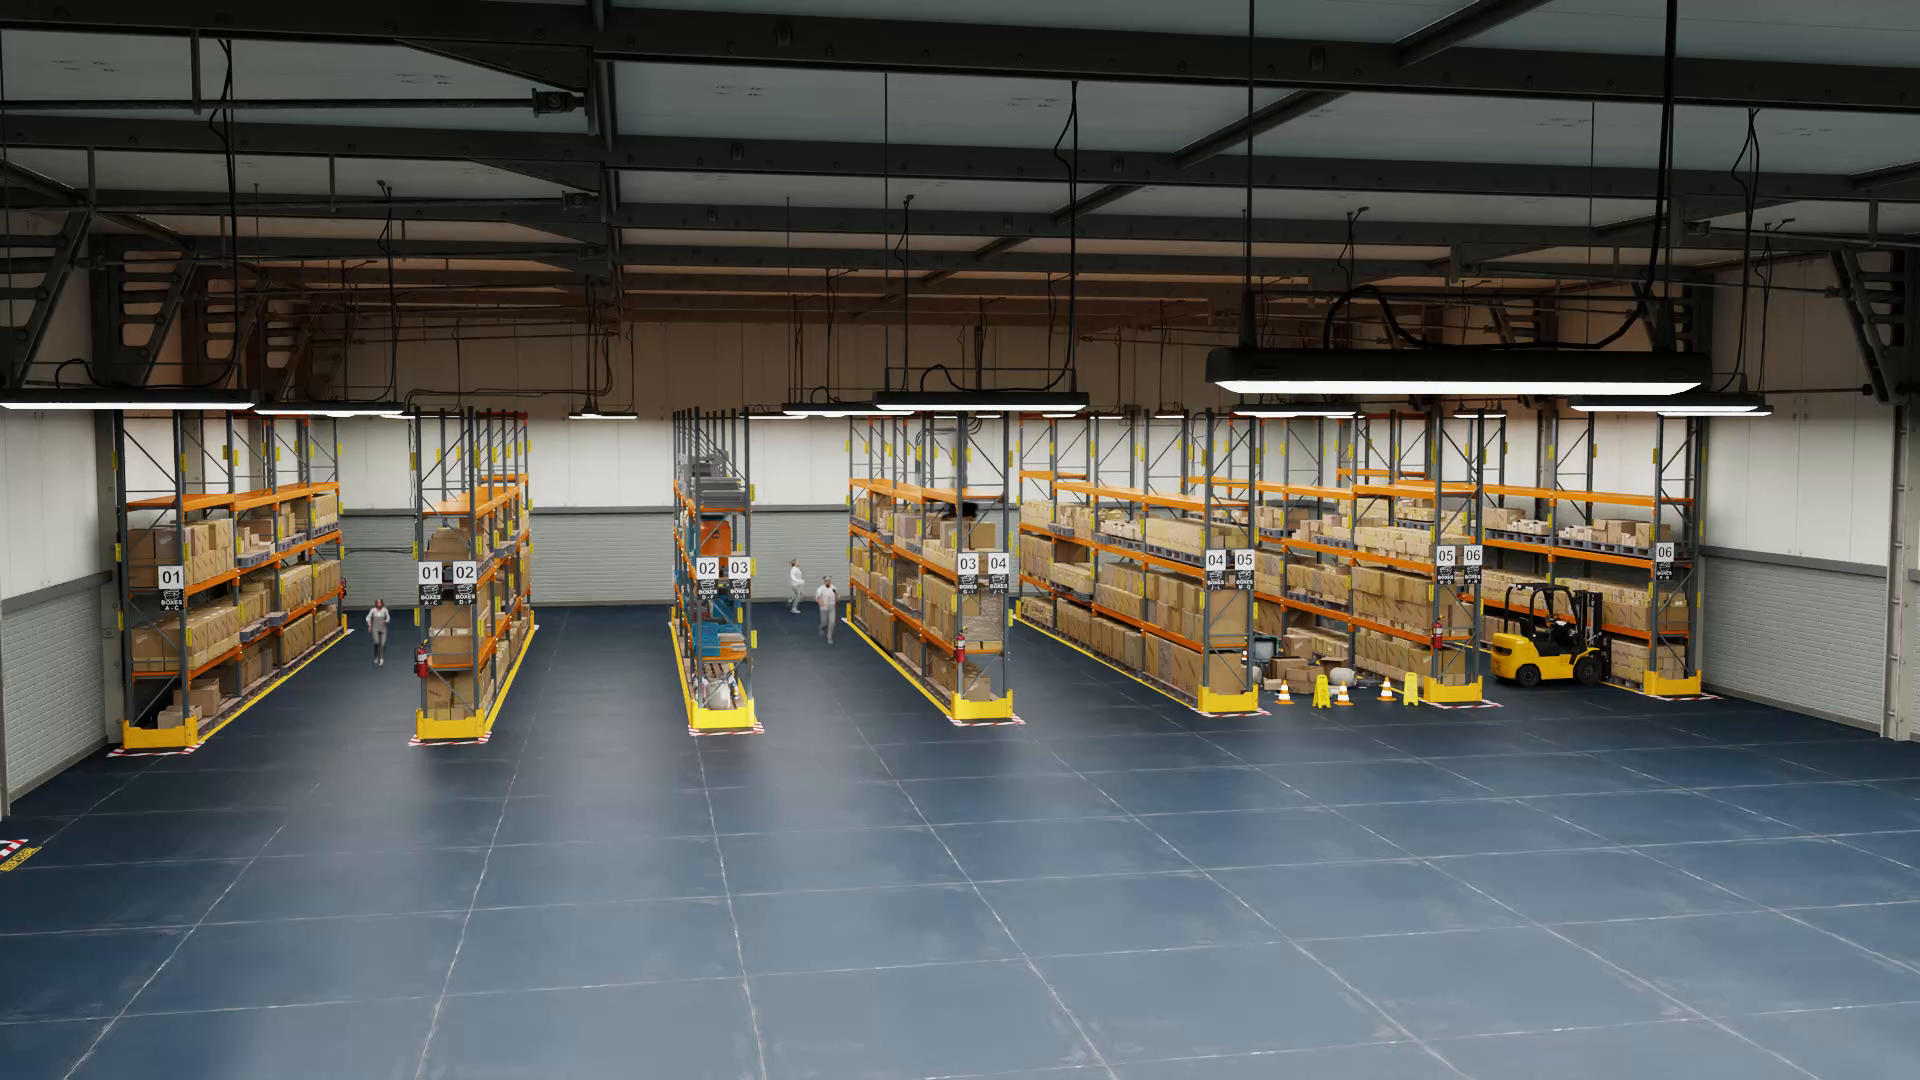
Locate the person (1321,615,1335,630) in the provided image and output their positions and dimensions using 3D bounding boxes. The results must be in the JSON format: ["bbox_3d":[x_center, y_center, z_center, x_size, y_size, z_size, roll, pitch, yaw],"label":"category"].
[{"bbox_3d":[9.728,1.729,43.977,0.640,1.726,0.662,-1,4,-11],"label":"person"}]

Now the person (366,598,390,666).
[{"bbox_3d":[-13.595,2.161,38.921,0.506,1.578,0.662,-2,4,-25],"label":"person"}]

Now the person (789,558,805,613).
[{"bbox_3d":[-4.892,1.360,49.880,0.524,1.658,0.612,1,4,9],"label":"person"}]

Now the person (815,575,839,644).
[{"bbox_3d":[-3.467,1.797,43.276,0.635,1.790,0.814,-1,4,-19],"label":"person"}]
